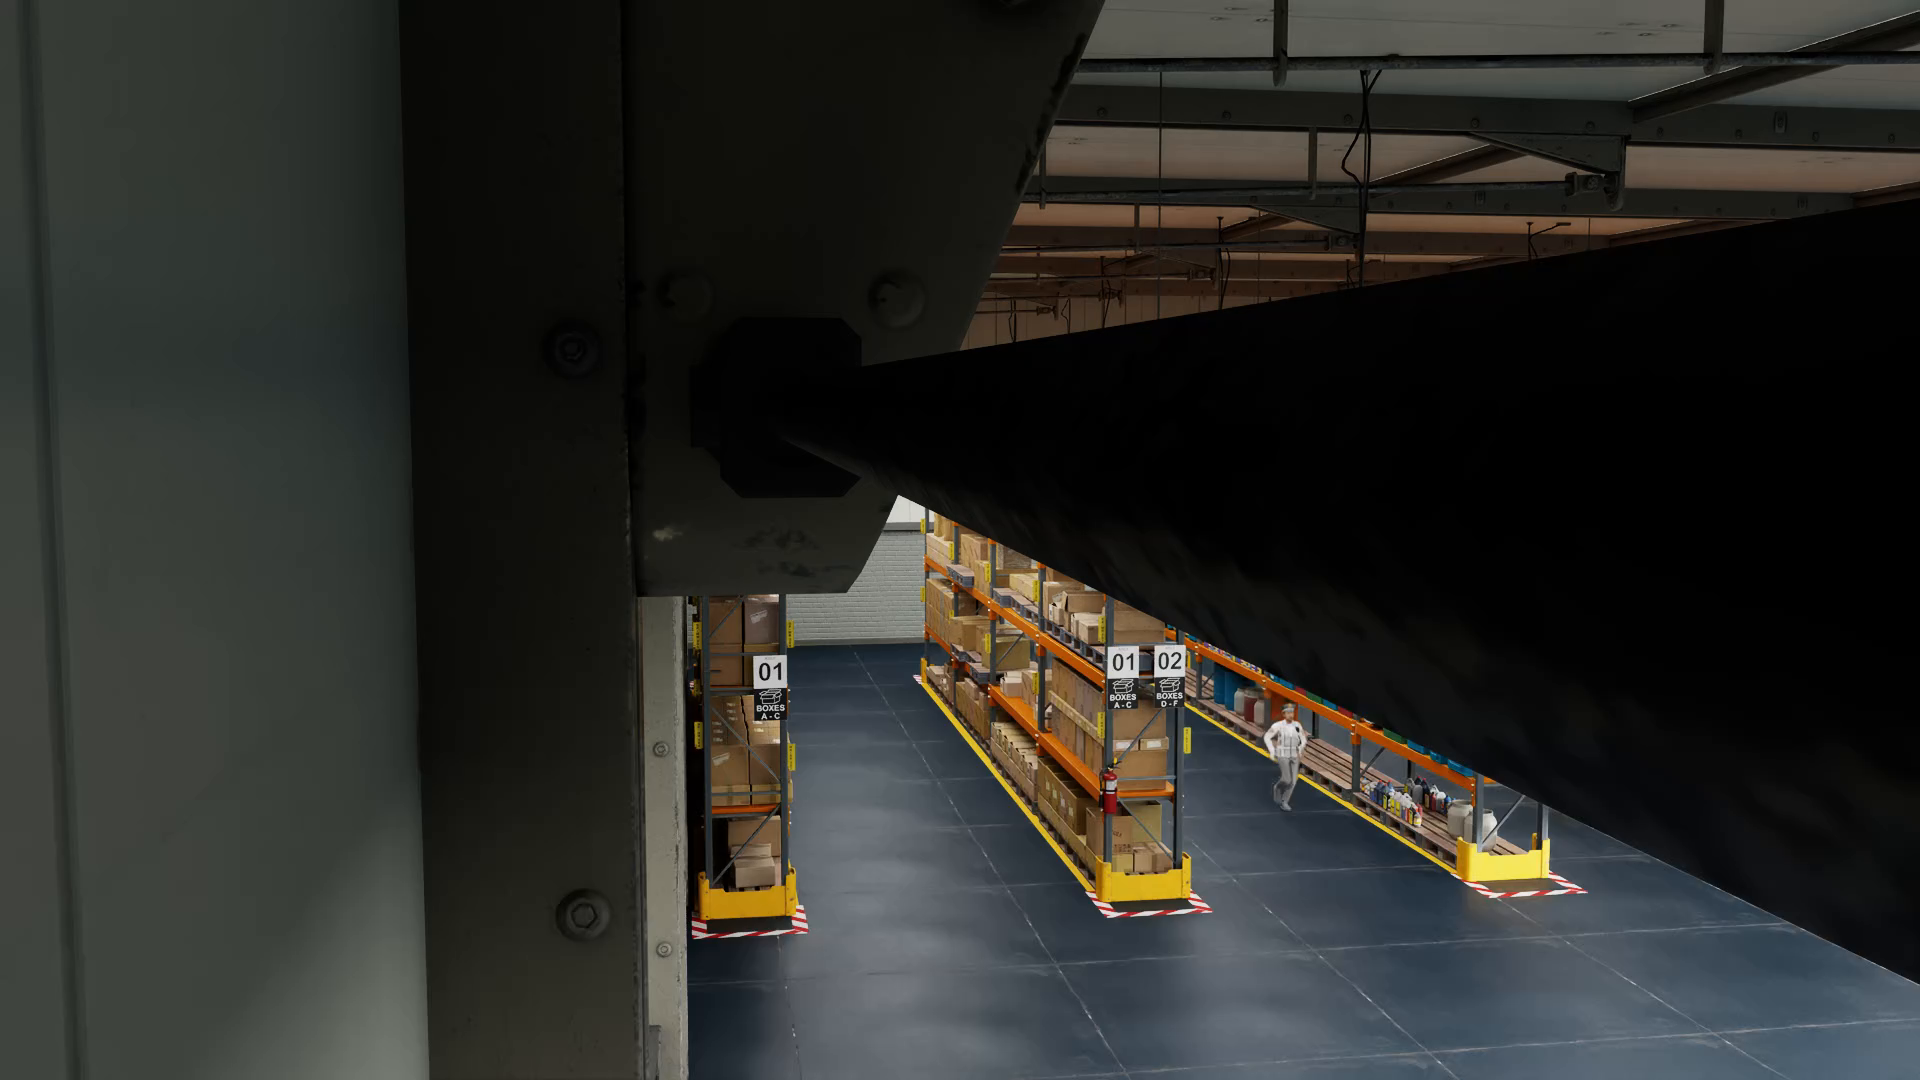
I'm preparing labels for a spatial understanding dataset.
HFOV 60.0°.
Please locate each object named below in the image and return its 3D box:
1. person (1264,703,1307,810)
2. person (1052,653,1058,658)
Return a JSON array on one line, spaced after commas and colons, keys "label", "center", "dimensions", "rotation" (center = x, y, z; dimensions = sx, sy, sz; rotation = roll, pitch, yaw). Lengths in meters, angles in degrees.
[{"label": "person", "center": [4.976, 3.290, 25.157], "dimensions": [0.612, 1.650, 0.550], "rotation": [-1, 5, -11]}, {"label": "person", "center": [2.119, 2.343, 34.337], "dimensions": [0.555, 1.728, 0.651], "rotation": [-1, 5, -15]}]
